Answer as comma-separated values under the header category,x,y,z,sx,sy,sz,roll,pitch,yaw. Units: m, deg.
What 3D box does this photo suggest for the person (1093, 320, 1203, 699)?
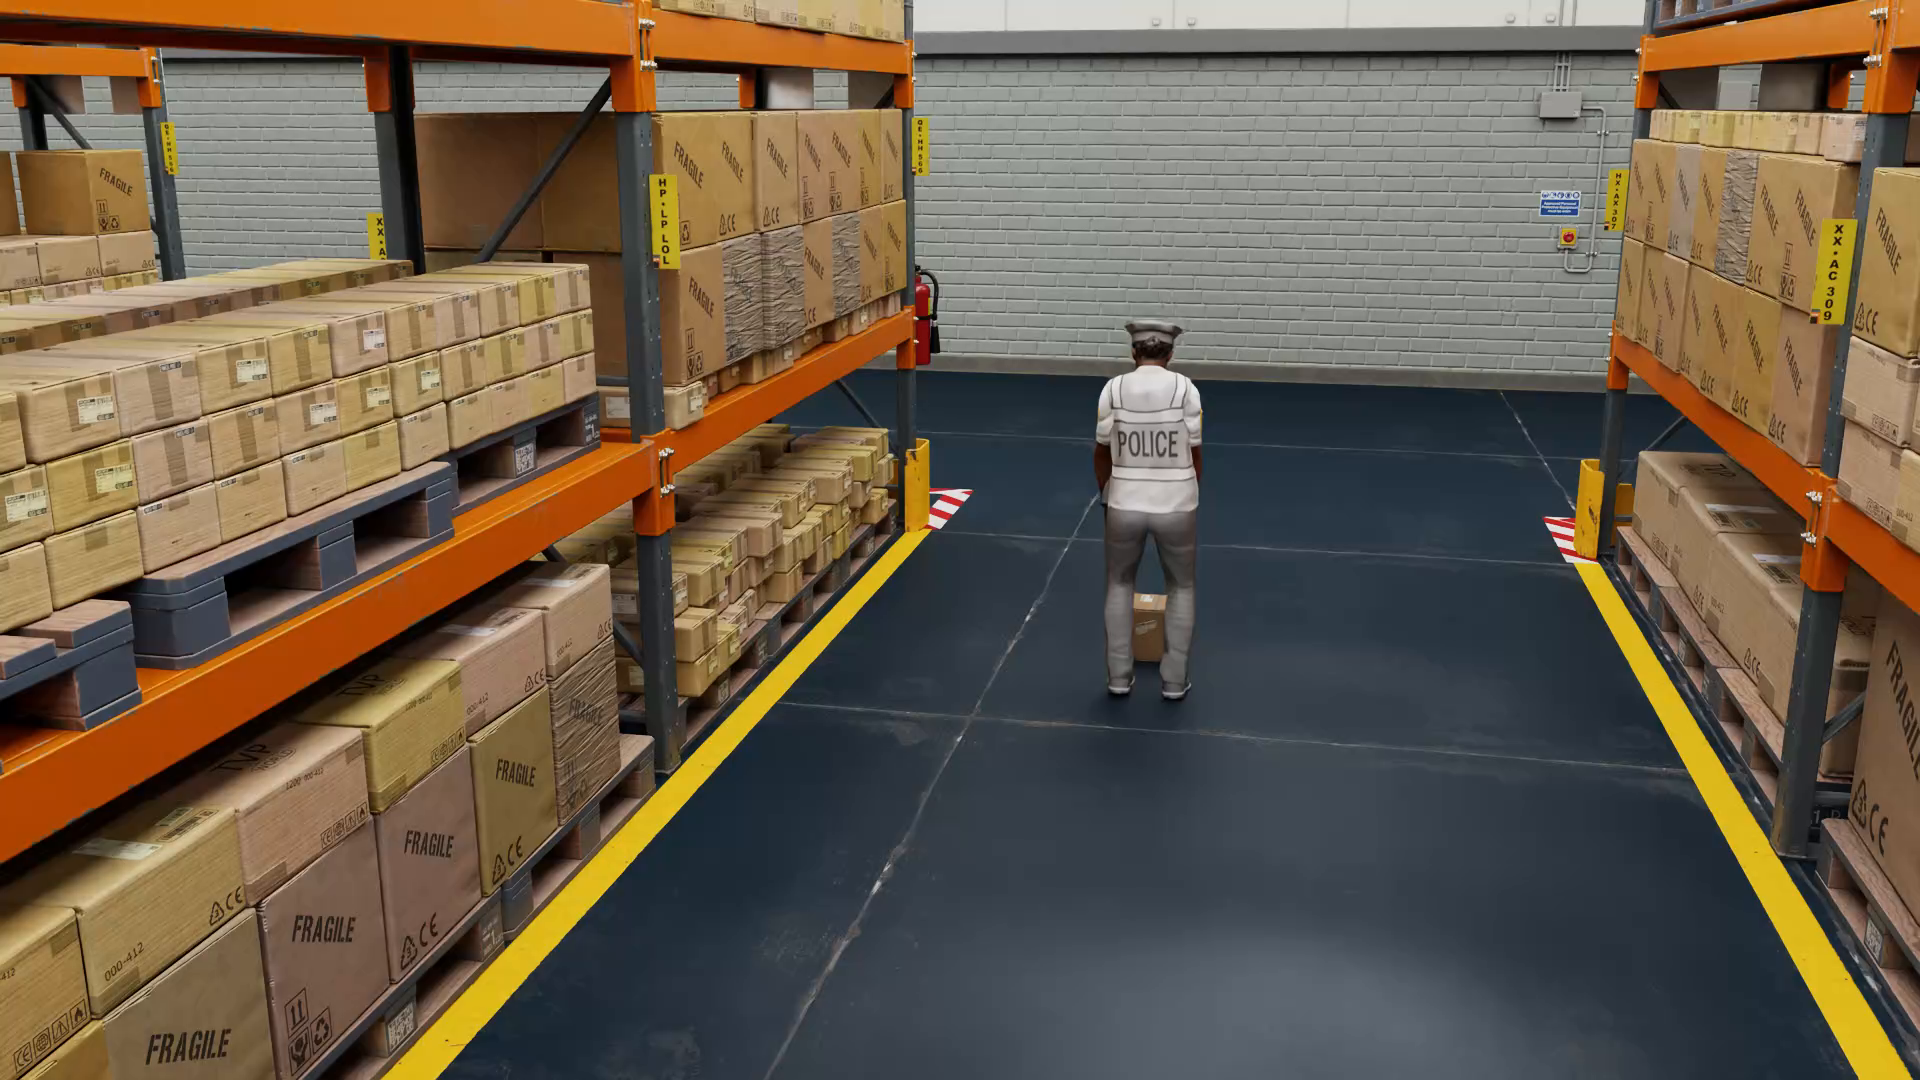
category,x,y,z,sx,sy,sz,roll,pitch,yaw
person,0.795,-0.124,7.106,0.461,1.615,0.460,3,15,13
